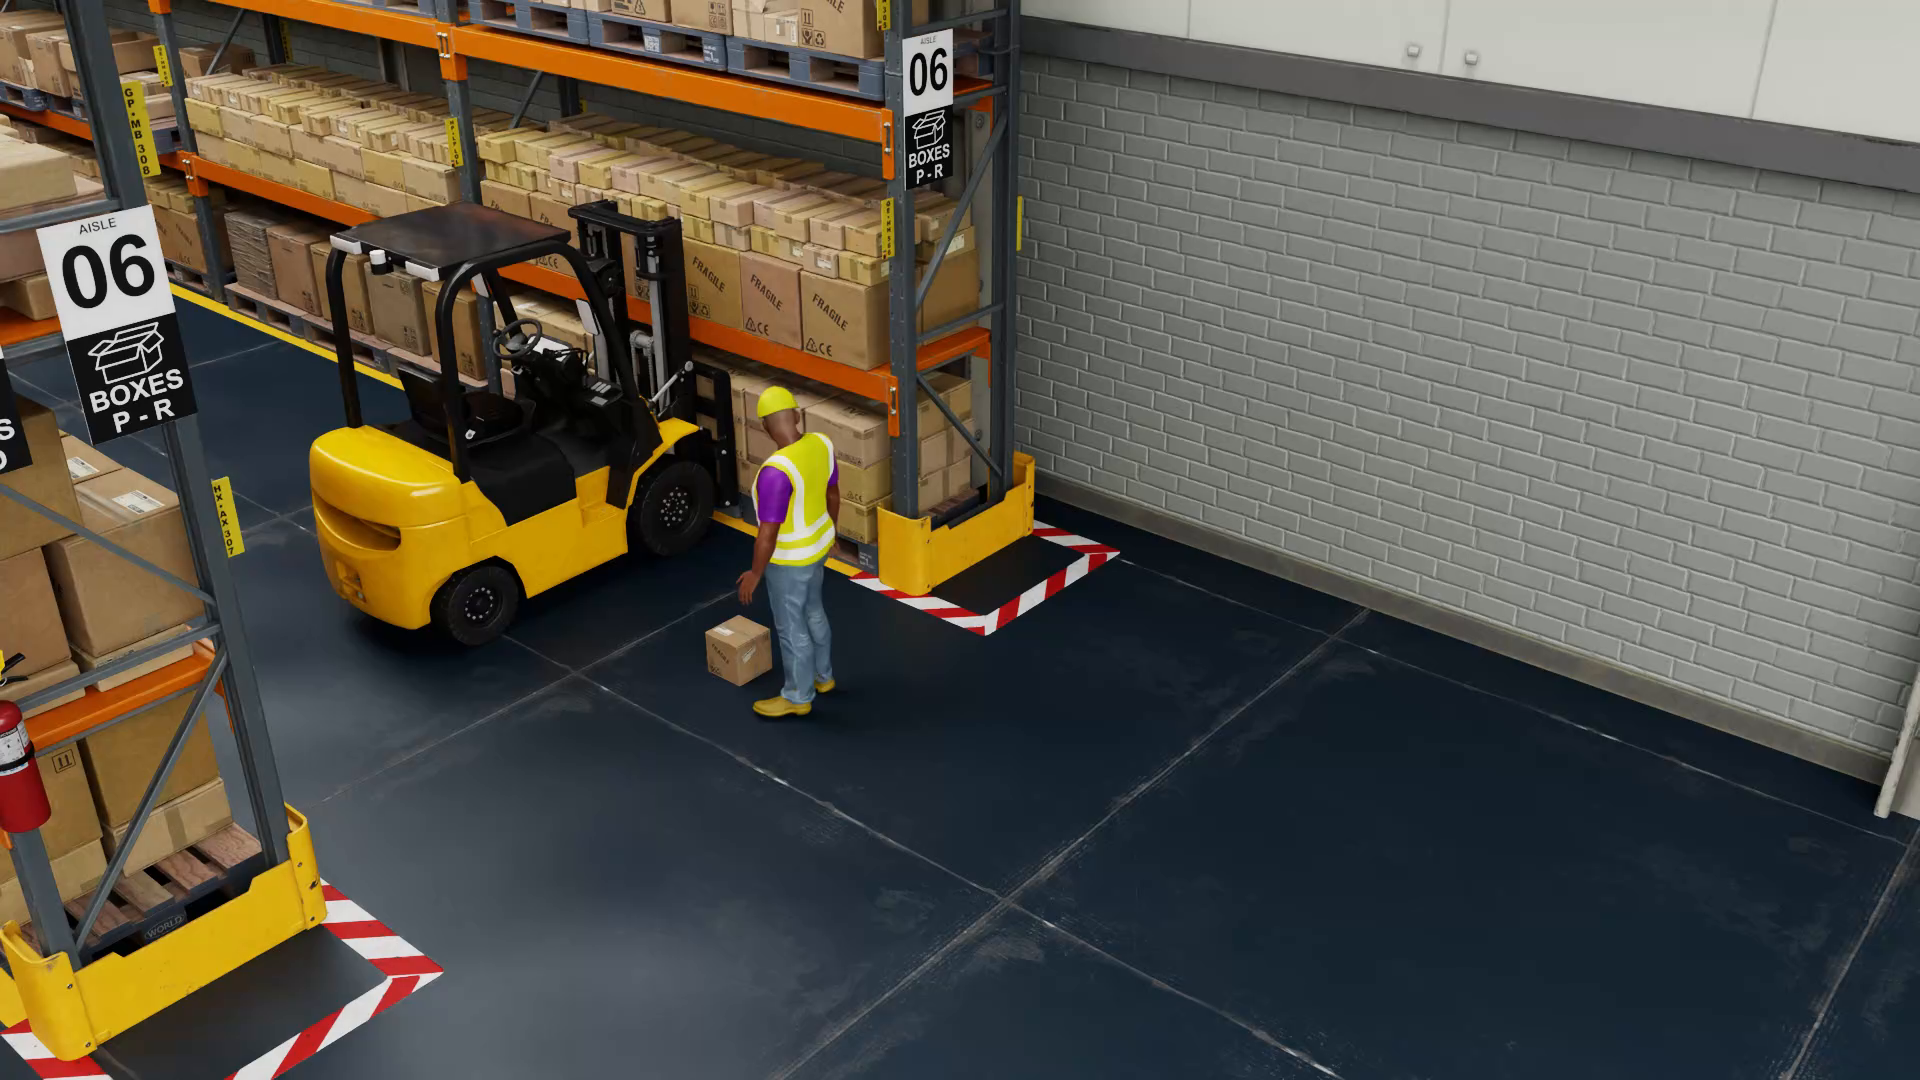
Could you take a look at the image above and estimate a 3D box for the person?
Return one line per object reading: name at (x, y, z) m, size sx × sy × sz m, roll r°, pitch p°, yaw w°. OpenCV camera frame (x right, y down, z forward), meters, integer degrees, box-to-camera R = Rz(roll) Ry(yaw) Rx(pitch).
person at (-0.841, 0.076, 8.453) m, size 0.368 × 1.798 × 0.486 m, roll 10°, pitch 29°, yaw 19°
